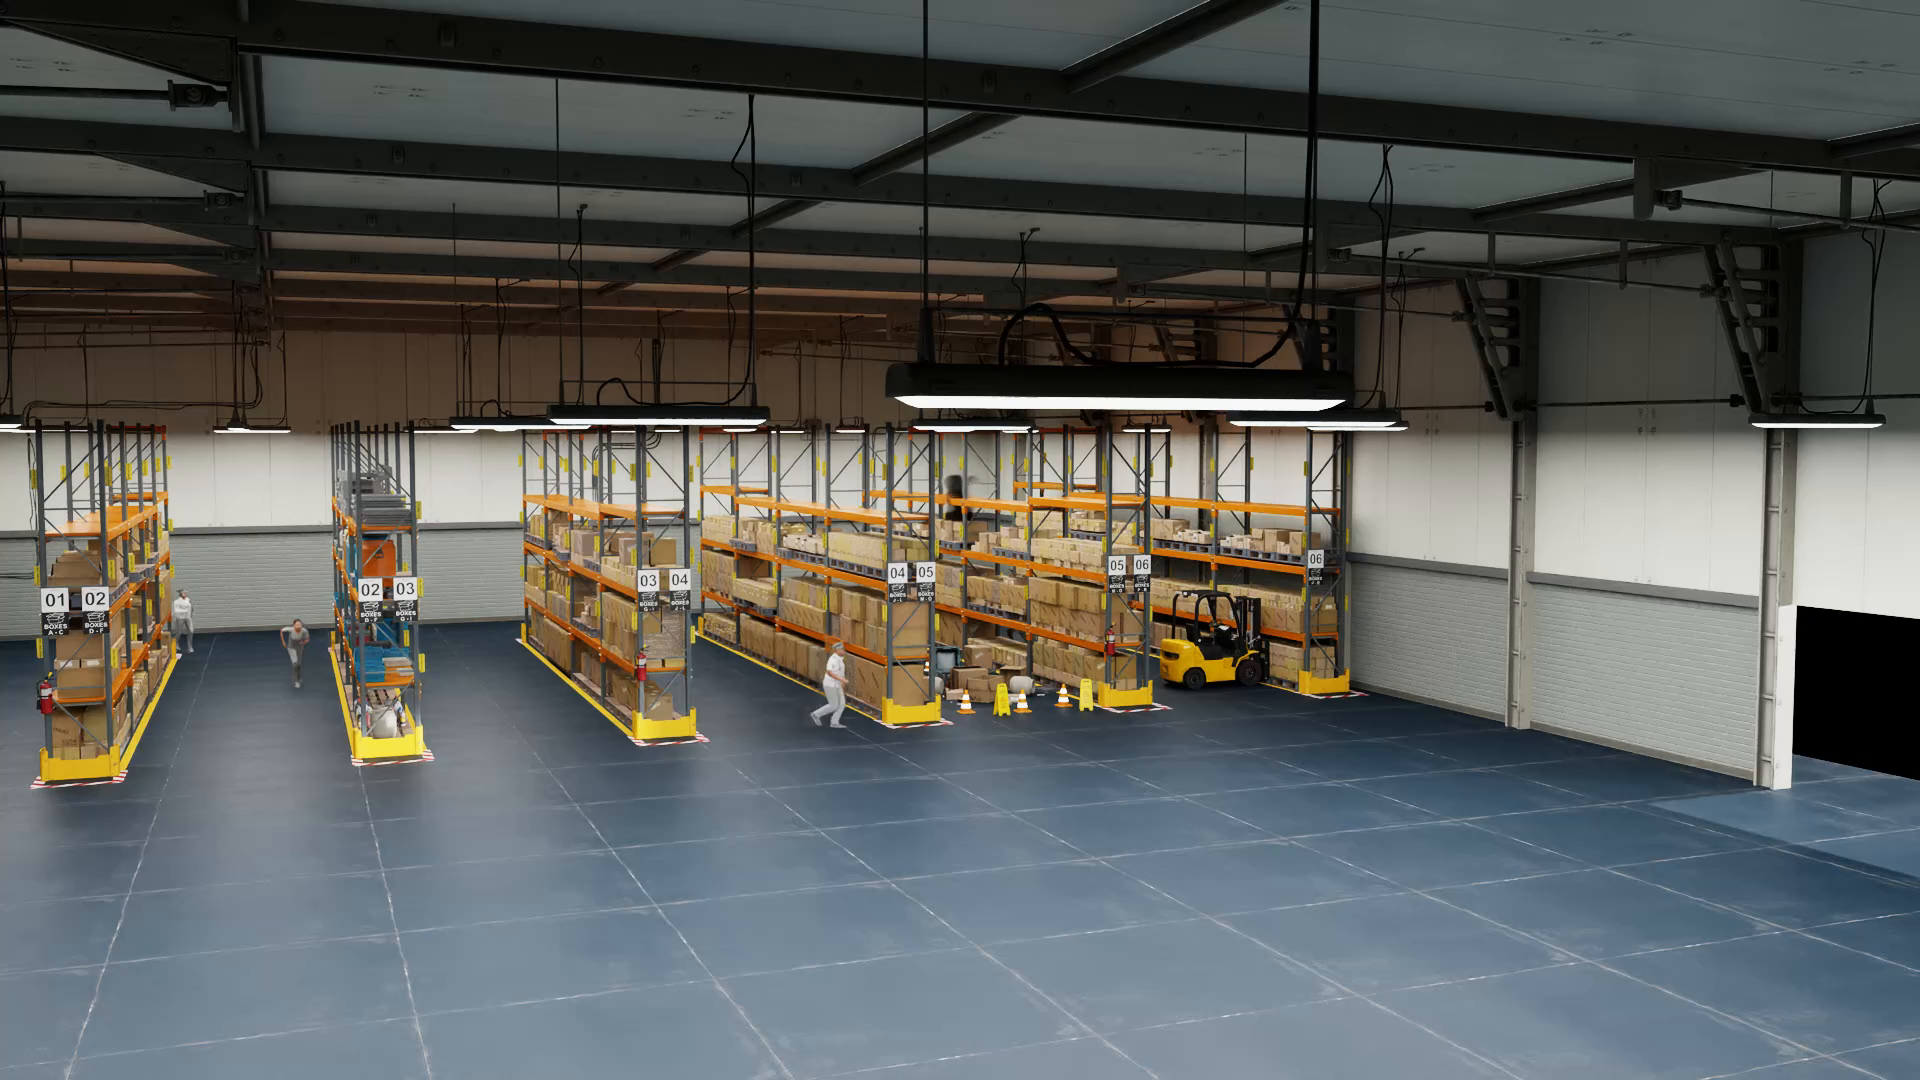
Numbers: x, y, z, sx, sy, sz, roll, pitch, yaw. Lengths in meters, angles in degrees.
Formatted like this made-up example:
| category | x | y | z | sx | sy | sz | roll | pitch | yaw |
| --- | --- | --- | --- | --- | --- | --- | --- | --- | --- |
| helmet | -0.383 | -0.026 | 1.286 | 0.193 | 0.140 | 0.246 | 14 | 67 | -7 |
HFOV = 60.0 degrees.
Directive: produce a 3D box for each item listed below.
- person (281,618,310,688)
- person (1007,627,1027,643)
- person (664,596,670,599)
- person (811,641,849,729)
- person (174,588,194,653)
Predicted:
| category | x | y | z | sx | sy | sz | roll | pitch | yaw |
| --- | --- | --- | --- | --- | --- | --- | --- | --- | --- |
| person | -15.243 | 2.577 | 38.132 | 0.613 | 1.623 | 0.954 | -2 | 4 | -27 |
| person | 1.504 | 2.035 | 44.714 | 0.703 | 1.752 | 1.030 | -2 | 4 | -25 |
| person | -8.509 | 2.001 | 47.446 | 0.565 | 1.549 | 0.546 | 0 | 4 | 5 |
| person | -2.525 | 2.841 | 32.565 | 0.776 | 1.722 | 0.659 | 1 | 4 | 13 |
| person | -20.559 | 2.132 | 44.017 | 0.831 | 1.740 | 0.565 | 3 | 4 | 37 |
